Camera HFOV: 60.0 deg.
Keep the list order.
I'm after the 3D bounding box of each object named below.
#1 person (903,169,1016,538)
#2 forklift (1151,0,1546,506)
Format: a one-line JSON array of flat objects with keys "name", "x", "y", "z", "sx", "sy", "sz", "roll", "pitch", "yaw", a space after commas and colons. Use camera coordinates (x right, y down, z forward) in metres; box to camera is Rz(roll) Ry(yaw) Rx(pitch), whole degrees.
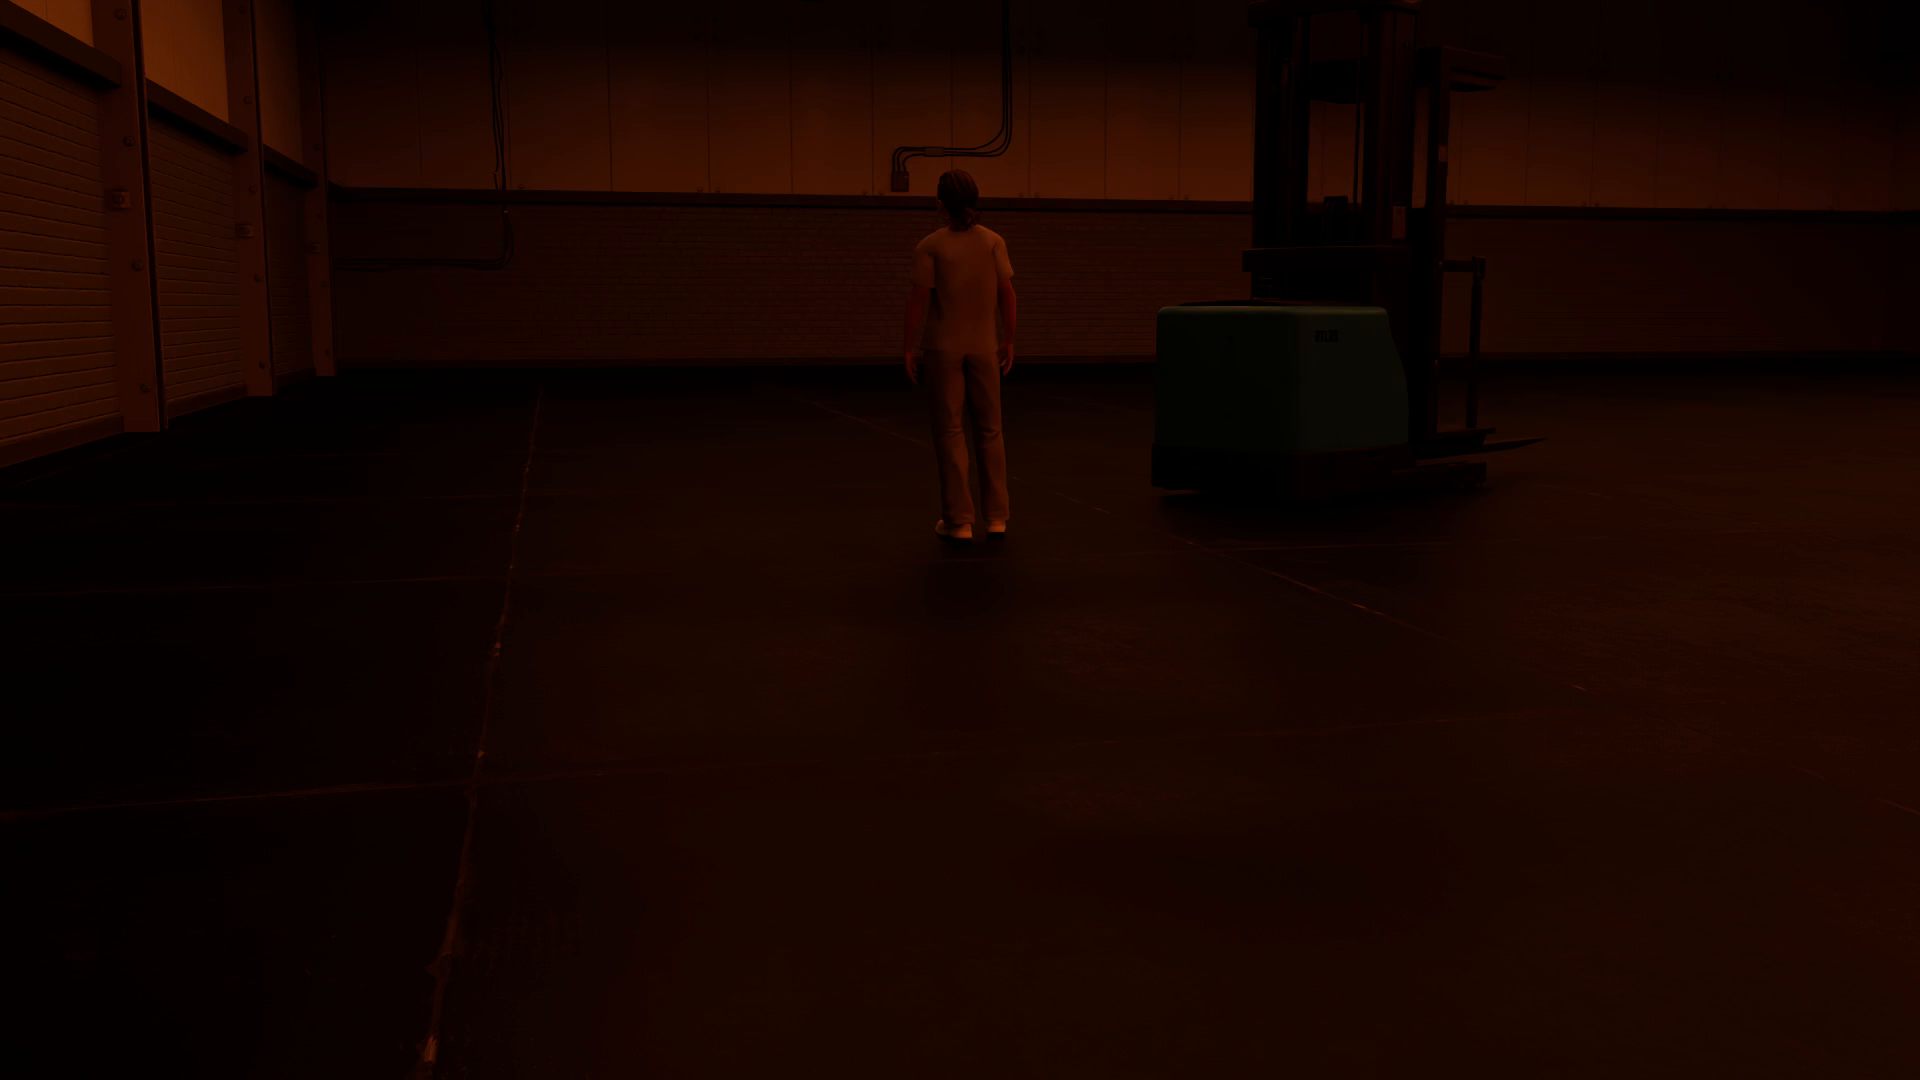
[{"name": "person", "x": -0.004, "y": -0.847, "z": 7.664, "sx": 0.550, "sy": 1.675, "sz": 0.549, "roll": -2, "pitch": 8, "yaw": -13}, {"name": "forklift", "x": 2.494, "y": -1.782, "z": 9.866, "sx": 3.031, "sy": 2.935, "sz": 1.130, "roll": -8, "pitch": 11, "yaw": -43}]
